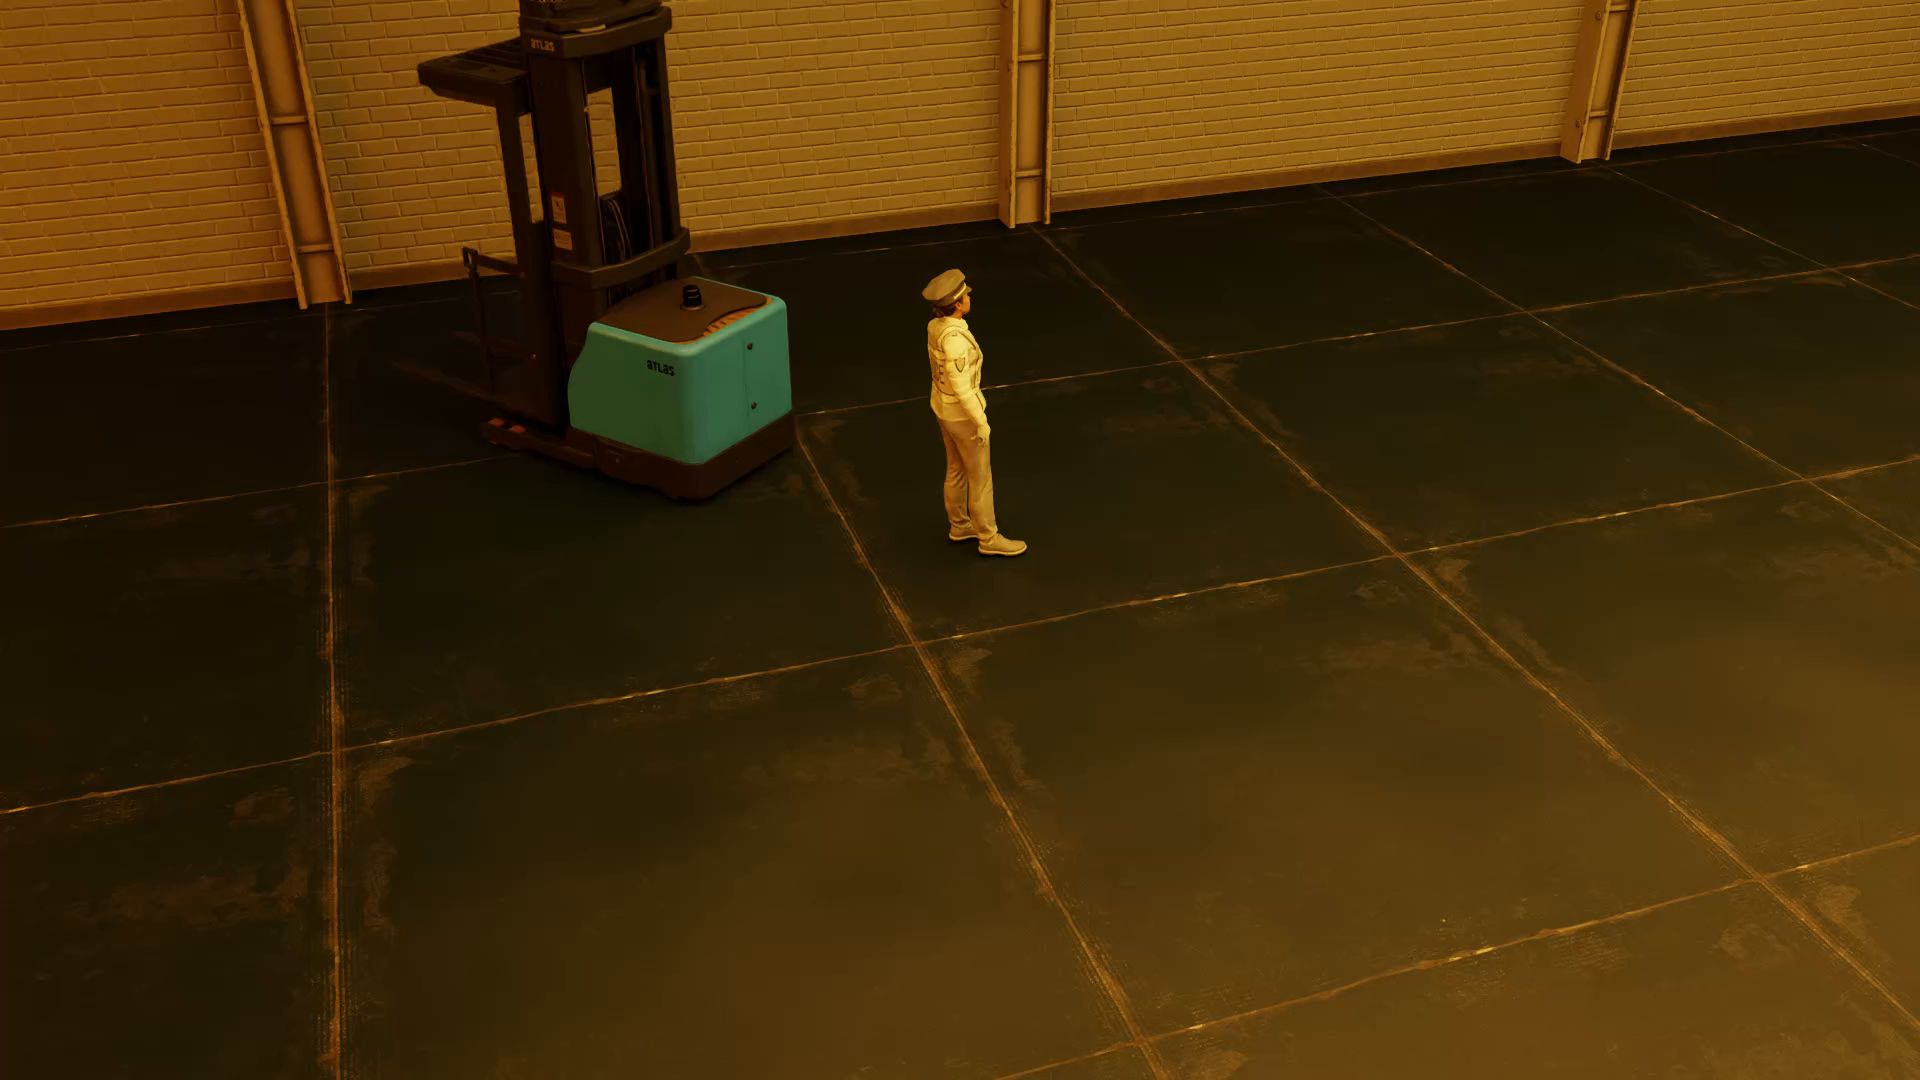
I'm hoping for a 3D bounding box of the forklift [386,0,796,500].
[{"bbox_3d":[-2.604,-2.065,10.677,3.031,2.935,1.130,18,34,28],"label":"forklift"}]

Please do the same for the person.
[{"bbox_3d":[0.067,-0.748,9.613,0.531,1.694,0.586,-10,31,-16],"label":"person"}]
